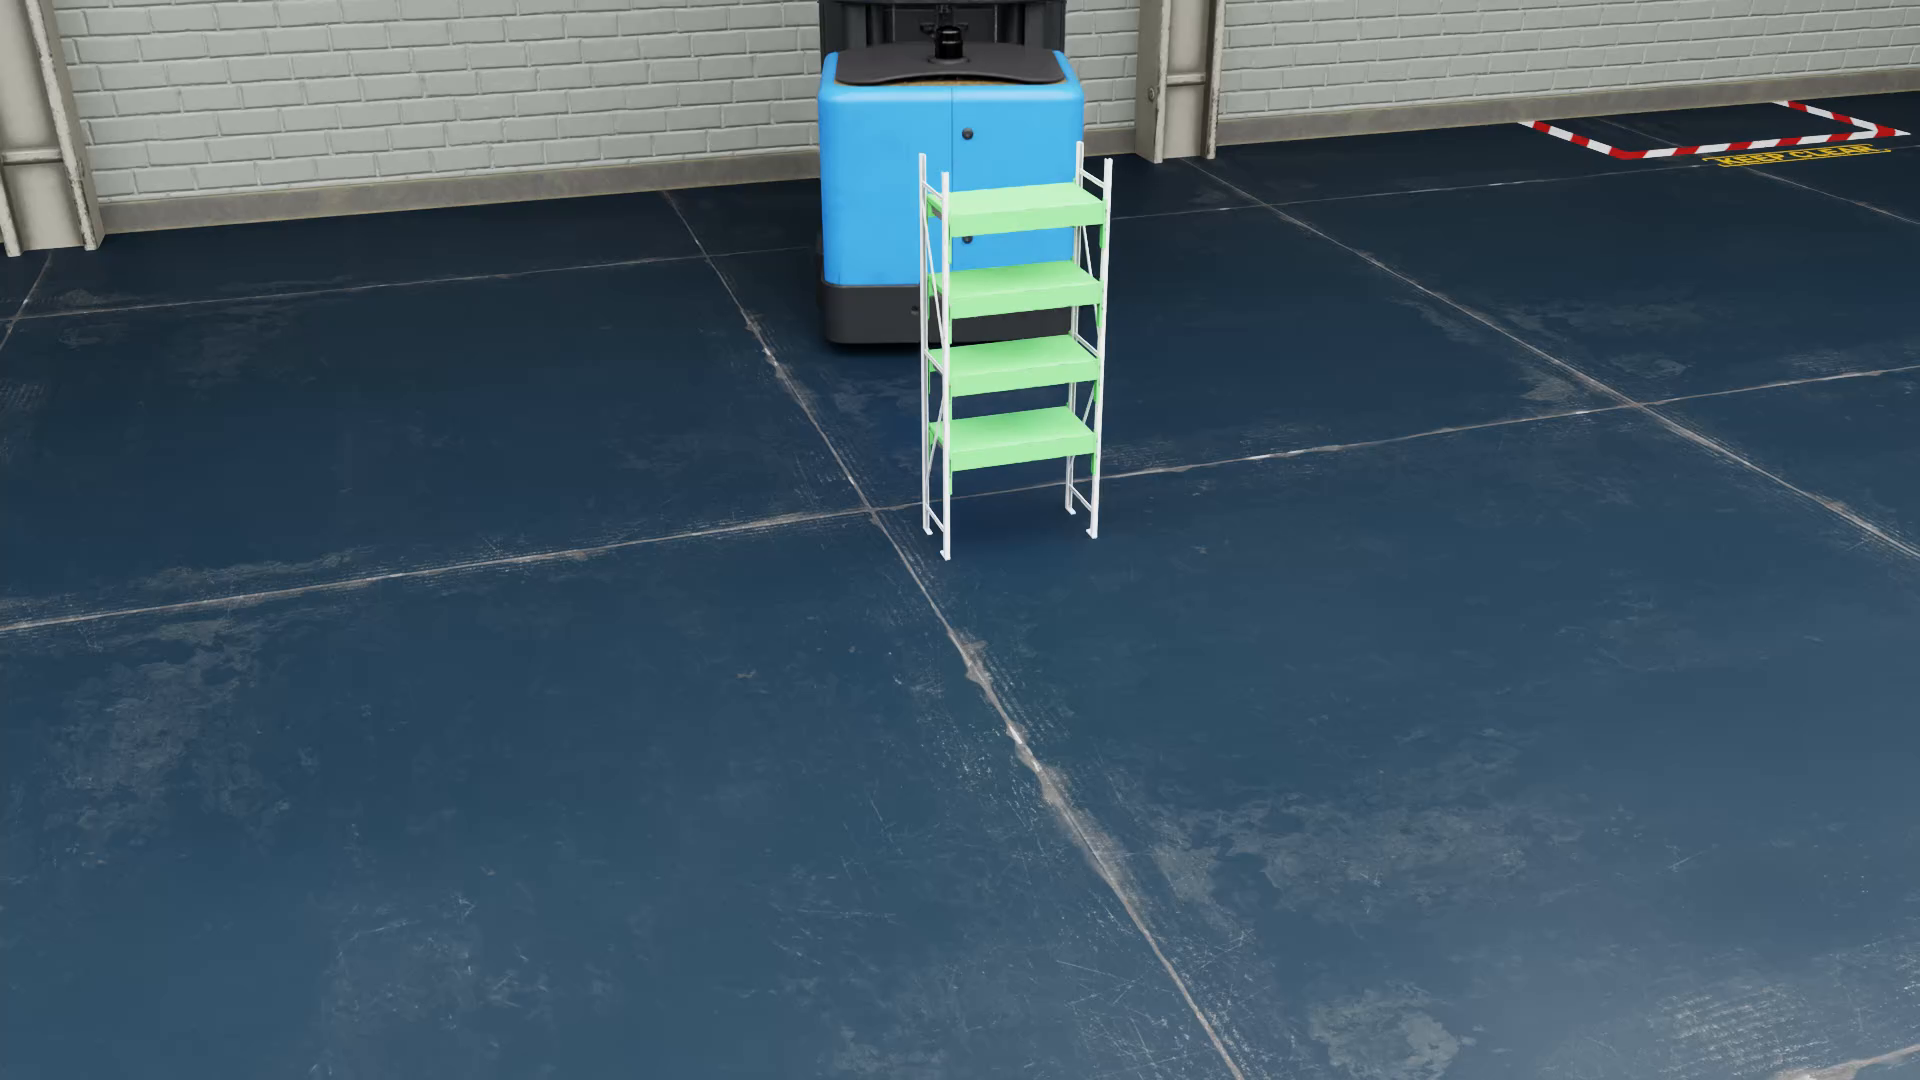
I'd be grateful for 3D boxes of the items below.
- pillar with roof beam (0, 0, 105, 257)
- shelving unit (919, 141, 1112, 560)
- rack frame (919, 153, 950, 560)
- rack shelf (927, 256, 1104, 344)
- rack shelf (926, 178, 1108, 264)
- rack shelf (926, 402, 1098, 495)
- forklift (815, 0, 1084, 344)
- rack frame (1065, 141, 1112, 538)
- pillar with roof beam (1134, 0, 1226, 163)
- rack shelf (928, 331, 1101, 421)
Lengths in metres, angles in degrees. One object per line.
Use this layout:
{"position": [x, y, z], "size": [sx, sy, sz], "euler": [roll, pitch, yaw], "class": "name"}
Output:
{"position": [-3.106, -3.665, 2.512], "size": [0.400, 9.000, 9.100], "euler": [-8, 28, -16], "class": "pillar with roof beam"}
{"position": [0.157, -0.560, 5.029], "size": [0.503, 1.200, 0.258], "euler": [-8, 28, -16], "class": "shelving unit"}
{"position": [-0.075, -0.527, 4.961], "size": [0.015, 1.200, 0.240], "euler": [-8, 28, -16], "class": "rack frame"}
{"position": [0.157, -0.718, 4.951], "size": [0.480, 0.148, 0.258], "euler": [-8, 28, -16], "class": "rack shelf"}
{"position": [0.157, -0.933, 4.844], "size": [0.480, 0.148, 0.258], "euler": [-8, 28, -16], "class": "rack shelf"}
{"position": [0.157, -0.288, 5.164], "size": [0.480, 0.148, 0.258], "euler": [-8, 28, -16], "class": "rack shelf"}
{"position": [-0.088, -2.715, 7.424], "size": [1.130, 2.935, 3.031], "euler": [-1, 26, -2], "class": "forklift"}
{"position": [0.389, -0.594, 5.097], "size": [0.015, 1.200, 0.240], "euler": [-8, 28, -16], "class": "rack frame"}
{"position": [2.599, -4.491, 4.176], "size": [0.400, 9.000, 9.100], "euler": [-8, 28, -16], "class": "pillar with roof beam"}
{"position": [0.157, -0.503, 5.058], "size": [0.480, 0.148, 0.258], "euler": [-8, 28, -16], "class": "rack shelf"}
